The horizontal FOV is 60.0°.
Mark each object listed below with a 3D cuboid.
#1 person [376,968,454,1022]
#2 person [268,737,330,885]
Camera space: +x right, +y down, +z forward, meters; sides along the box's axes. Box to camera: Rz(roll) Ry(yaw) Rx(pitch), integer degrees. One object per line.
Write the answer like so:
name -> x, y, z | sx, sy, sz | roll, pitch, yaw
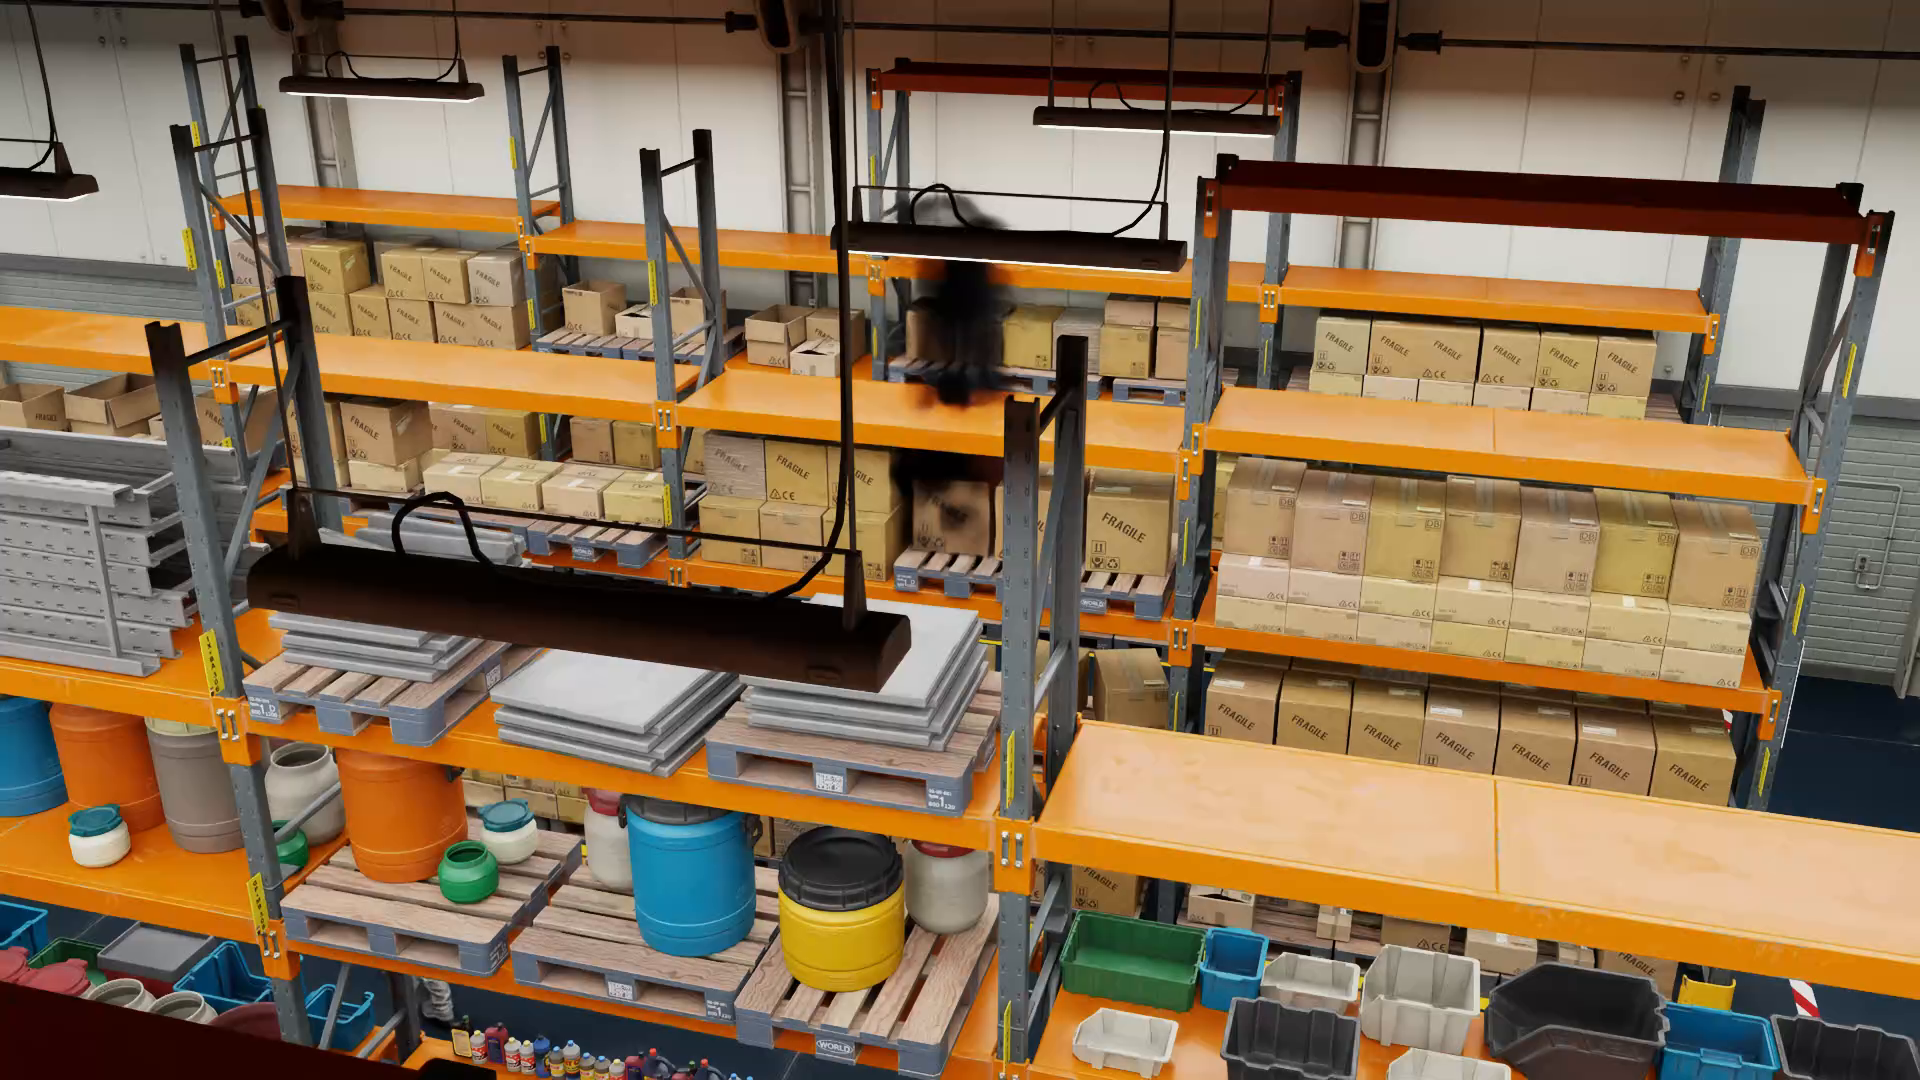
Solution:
person -> -4.075, 2.681, 11.993 | 0.783, 1.725, 0.724 | 7, 24, 17
person -> -5.255, 2.209, 13.294 | 0.874, 1.724, 0.711 | 1, 23, 3
